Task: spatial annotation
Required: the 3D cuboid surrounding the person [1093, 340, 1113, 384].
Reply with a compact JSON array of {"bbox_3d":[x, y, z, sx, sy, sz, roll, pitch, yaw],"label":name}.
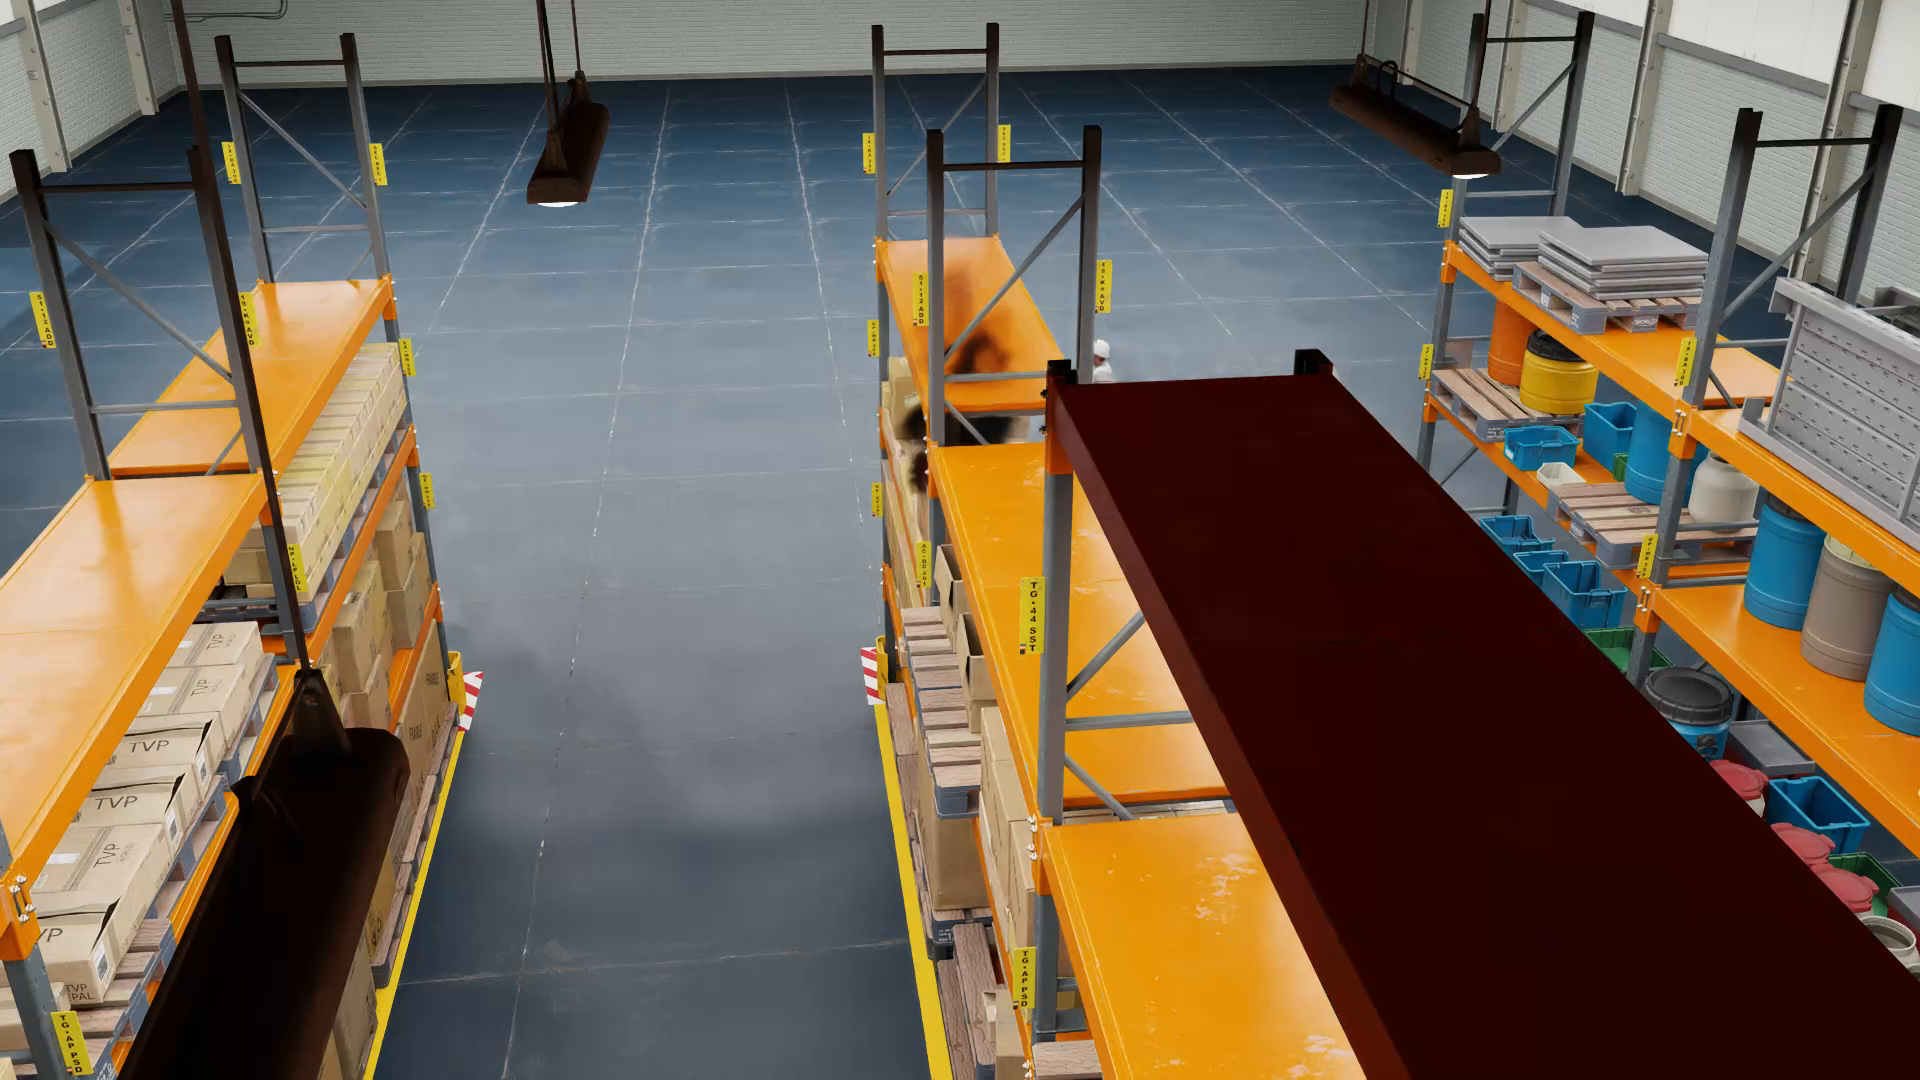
[{"bbox_3d":[1.592,-1.483,19.582,0.786,1.810,0.601,8,27,17],"label":"person"}]
